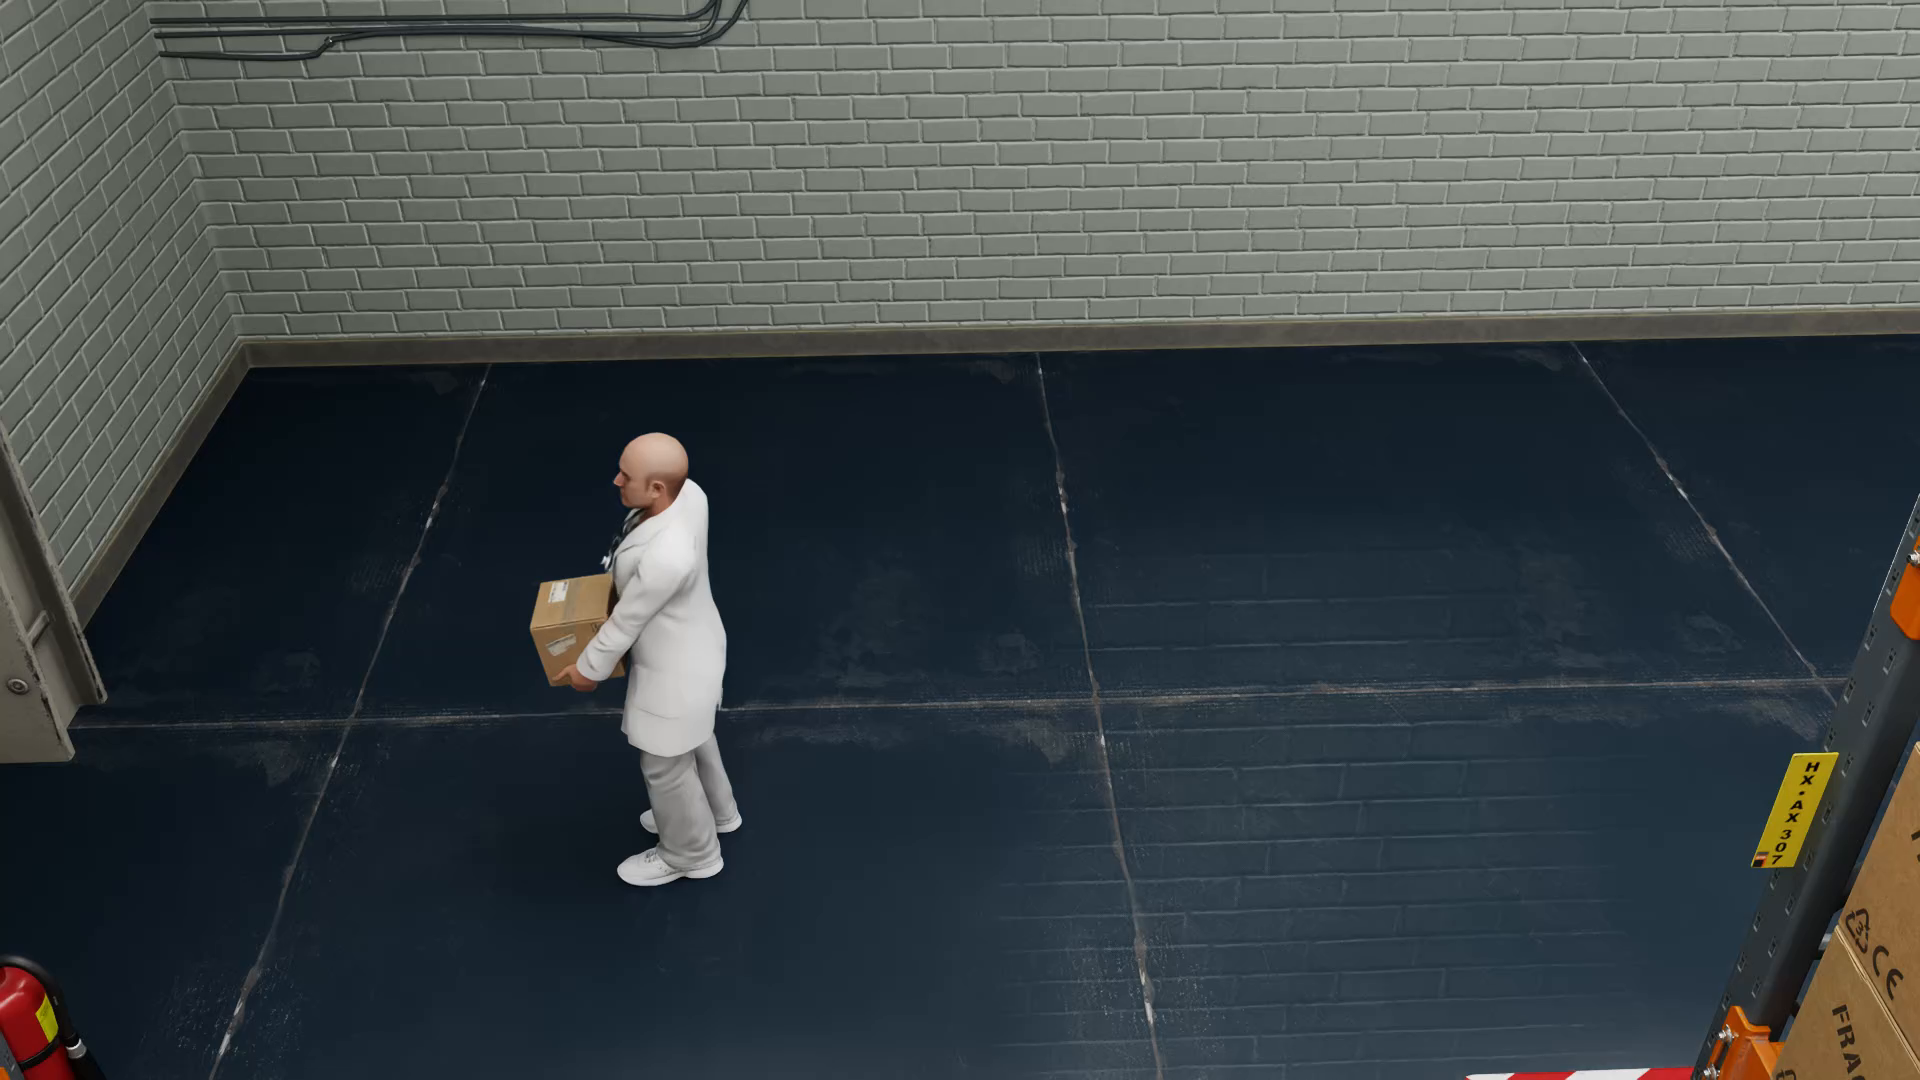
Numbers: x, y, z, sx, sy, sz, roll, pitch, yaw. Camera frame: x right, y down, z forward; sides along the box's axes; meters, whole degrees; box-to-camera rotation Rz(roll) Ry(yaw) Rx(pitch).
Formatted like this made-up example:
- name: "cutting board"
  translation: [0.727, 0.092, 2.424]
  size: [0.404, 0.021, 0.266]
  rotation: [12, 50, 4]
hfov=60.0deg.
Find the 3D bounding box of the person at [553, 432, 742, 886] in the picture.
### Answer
- name: "person"
  translation: [-1.059, 0.413, 5.566]
  size: [0.551, 1.780, 0.527]
  rotation: [-2, 35, -3]
